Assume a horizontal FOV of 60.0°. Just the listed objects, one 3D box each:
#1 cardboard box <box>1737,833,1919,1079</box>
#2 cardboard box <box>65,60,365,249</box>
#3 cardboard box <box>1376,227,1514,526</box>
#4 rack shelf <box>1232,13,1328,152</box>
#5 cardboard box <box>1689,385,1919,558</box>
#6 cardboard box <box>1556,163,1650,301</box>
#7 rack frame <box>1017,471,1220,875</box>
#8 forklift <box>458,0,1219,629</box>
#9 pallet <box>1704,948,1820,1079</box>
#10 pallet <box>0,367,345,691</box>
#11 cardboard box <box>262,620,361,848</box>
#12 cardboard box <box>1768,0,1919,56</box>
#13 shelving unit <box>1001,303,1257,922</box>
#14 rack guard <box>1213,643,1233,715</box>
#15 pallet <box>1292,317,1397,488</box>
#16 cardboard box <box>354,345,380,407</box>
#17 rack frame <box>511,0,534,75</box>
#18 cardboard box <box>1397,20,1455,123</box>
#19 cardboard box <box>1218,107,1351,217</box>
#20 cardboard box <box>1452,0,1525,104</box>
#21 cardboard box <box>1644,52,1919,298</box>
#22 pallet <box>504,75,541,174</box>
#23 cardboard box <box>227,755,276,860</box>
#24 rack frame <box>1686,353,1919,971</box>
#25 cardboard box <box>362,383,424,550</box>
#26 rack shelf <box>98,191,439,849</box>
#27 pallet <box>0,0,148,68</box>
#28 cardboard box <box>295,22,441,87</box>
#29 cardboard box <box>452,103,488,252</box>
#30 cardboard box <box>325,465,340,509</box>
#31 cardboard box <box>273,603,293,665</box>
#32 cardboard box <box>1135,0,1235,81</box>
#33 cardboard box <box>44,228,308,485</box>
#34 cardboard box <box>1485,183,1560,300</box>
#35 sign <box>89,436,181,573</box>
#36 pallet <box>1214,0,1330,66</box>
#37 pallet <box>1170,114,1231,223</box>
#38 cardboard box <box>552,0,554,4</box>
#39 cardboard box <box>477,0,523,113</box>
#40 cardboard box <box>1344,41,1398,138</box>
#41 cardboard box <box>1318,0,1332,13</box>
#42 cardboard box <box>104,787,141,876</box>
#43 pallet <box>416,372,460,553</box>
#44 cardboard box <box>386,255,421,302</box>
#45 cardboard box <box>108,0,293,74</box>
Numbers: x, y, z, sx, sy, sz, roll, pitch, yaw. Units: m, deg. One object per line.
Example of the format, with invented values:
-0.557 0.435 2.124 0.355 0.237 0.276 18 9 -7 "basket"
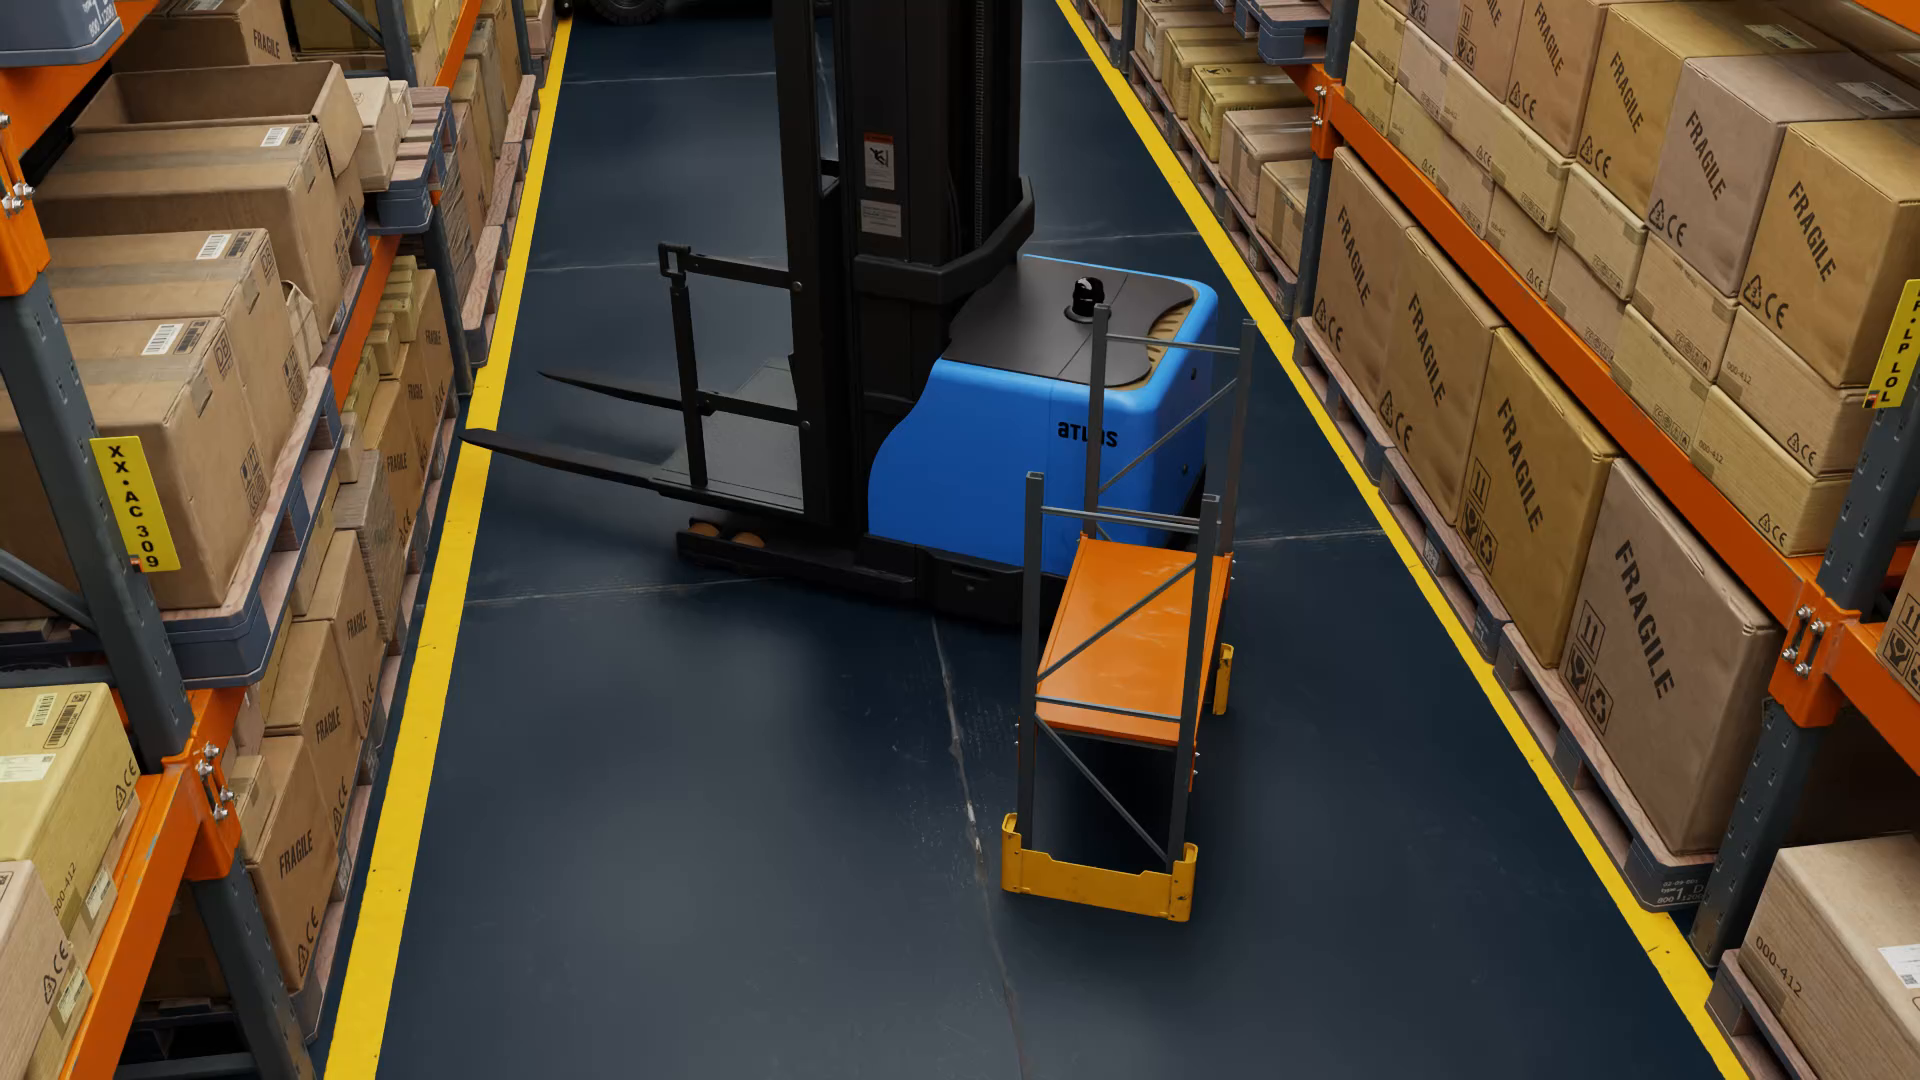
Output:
2.662 1.199 4.229 0.875 0.438 0.875 -5 35 -7 "cardboard box"
-2.369 -1.218 5.409 0.797 0.503 0.637 -5 35 -7 "cardboard box"
2.272 -0.682 6.601 0.875 0.875 0.875 -4 34 -6 "cardboard box"
1.877 -3.095 9.267 1.077 0.370 4.000 -4 35 -6 "rack shelf"
2.374 -0.214 4.533 0.500 0.250 0.500 -5 35 -8 "cardboard box"
2.234 -0.984 5.219 0.500 0.250 0.500 -4 34 -5 "cardboard box"
0.418 0.481 4.712 0.500 1.500 0.032 8 35 11 "rack frame"
-0.583 -1.336 6.108 3.031 2.935 1.130 12 36 17 "forklift"
2.709 1.538 4.306 1.003 0.211 1.213 -4 35 -6 "pallet"
-2.233 -0.041 4.317 1.003 0.211 1.213 -4 35 -6 "pallet"
-2.158 0.610 5.039 0.500 0.500 0.500 -5 35 -7 "cardboard box"
2.749 -1.328 5.059 0.500 0.500 0.500 -5 35 -8 "cardboard box"
0.537 0.208 5.113 0.587 1.500 1.083 8 35 11 "shelving unit"
0.656 0.452 5.864 0.587 0.250 0.087 8 35 11 "rack guard"
2.177 -0.679 7.558 1.003 0.211 1.213 -4 35 -6 "pallet"
-2.405 -0.600 6.237 0.380 0.149 0.250 -3 34 -5 "cardboard box"
-3.310 -4.131 10.148 1.000 3.000 0.127 -4 35 -6 "rack frame"
2.038 -1.831 6.463 0.500 0.250 0.500 -4 34 -5 "cardboard box"
1.973 -2.091 9.116 0.950 0.372 0.625 -5 35 -7 "cardboard box"
2.101 -1.871 5.856 0.500 0.500 0.500 -3 34 -5 "cardboard box"
2.298 -1.017 4.603 0.500 0.500 0.500 -4 34 -5 "cardboard box"
-3.172 -2.570 10.334 1.003 0.211 1.213 -4 35 -6 "pallet"
-2.019 0.705 4.323 0.380 0.149 0.250 -3 34 -4 "cardboard box"
2.684 -0.044 4.152 1.000 3.000 0.127 -4 35 -6 "rack frame"
-2.372 -0.248 6.296 0.500 0.500 0.500 -3 34 -4 "cardboard box"
-2.503 -0.485 5.437 1.077 0.370 4.000 -4 35 -6 "rack shelf"
-2.252 -1.198 3.347 1.213 0.211 1.003 -4 35 -6 "pallet"
-2.590 -2.103 7.305 0.500 0.250 0.500 -4 35 -6 "cardboard box"
-2.938 -1.804 8.469 0.875 0.625 0.625 -3 34 -5 "cardboard box"
-2.322 -0.168 5.603 0.380 0.149 0.250 -4 35 -6 "cardboard box"
-2.229 0.262 4.973 0.380 0.149 0.250 -5 35 -7 "cardboard box"
1.681 -3.304 10.895 0.950 0.372 0.625 -4 34 -6 "cardboard box"
-2.147 -0.457 4.296 0.700 0.500 0.500 -4 34 -6 "cardboard box"
2.184 -1.069 5.788 0.500 0.250 0.500 -4 35 -6 "cardboard box"
-1.697 -0.070 3.420 0.100 0.325 0.005 -4 35 -6 "sign"
1.945 -2.587 8.053 1.213 0.211 1.003 -4 35 -6 "pallet"
1.882 -2.240 9.849 1.003 0.211 1.213 -4 35 -6 "pallet"
-3.215 -4.031 12.070 0.500 0.250 0.500 -4 34 -6 "cardboard box"
-3.229 -3.033 10.272 0.875 0.625 0.625 -3 34 -4 "cardboard box"
1.963 -1.922 7.041 0.500 0.250 0.500 -5 35 -7 "cardboard box"
1.869 -2.511 7.622 0.380 0.149 0.250 -3 34 -5 "cardboard box"
-1.941 0.596 3.435 0.380 0.149 0.250 -4 34 -6 "cardboard box"
-2.709 -0.327 7.042 1.003 0.211 1.213 -4 35 -6 "pallet"
-2.455 -1.051 6.899 0.380 0.149 0.250 -6 35 -9 "cardboard box"
-2.858 -1.814 6.287 0.500 0.500 0.500 -3 34 -4 "cardboard box"
